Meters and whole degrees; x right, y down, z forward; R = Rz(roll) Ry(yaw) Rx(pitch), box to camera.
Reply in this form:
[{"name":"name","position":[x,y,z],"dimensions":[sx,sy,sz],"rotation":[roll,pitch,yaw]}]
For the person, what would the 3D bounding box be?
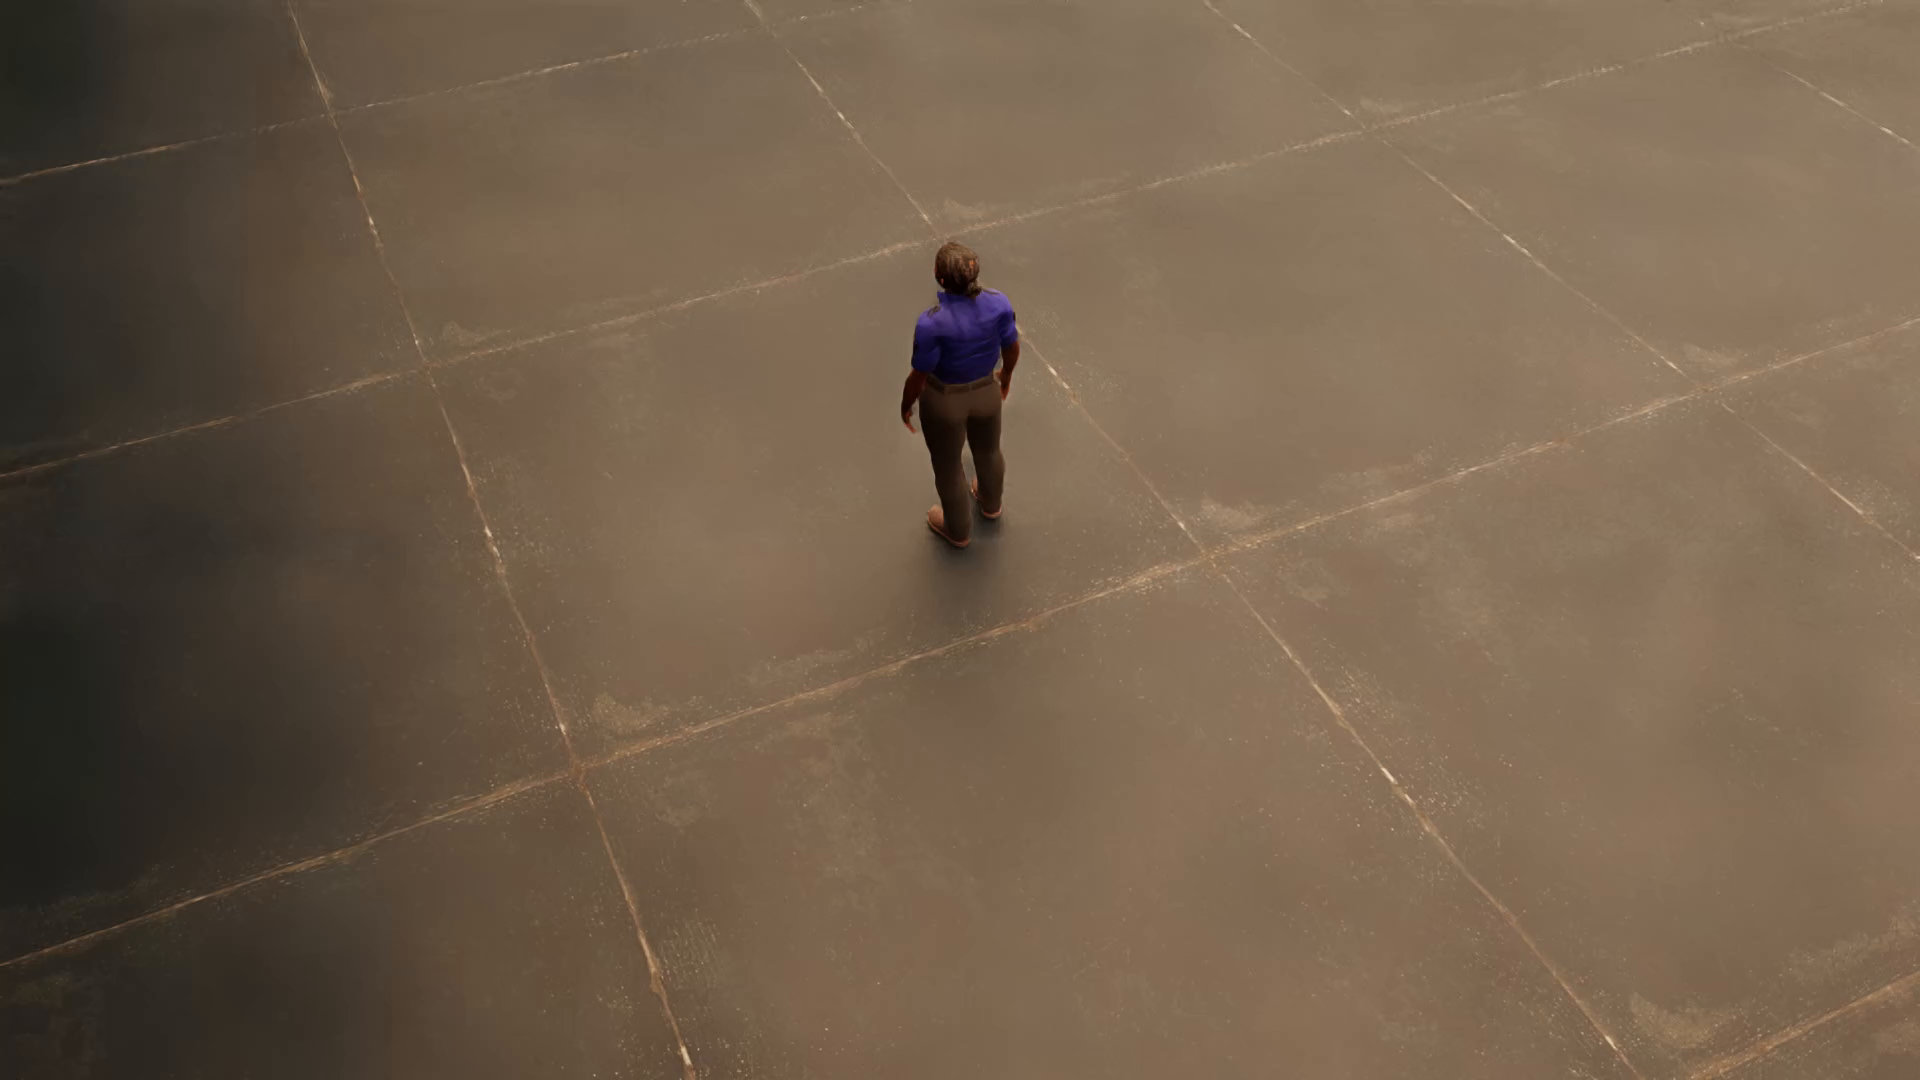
[{"name":"person","position":[-0.019,-0.670,7.323],"dimensions":[0.570,1.654,0.503],"rotation":[-18,46,-18]}]
